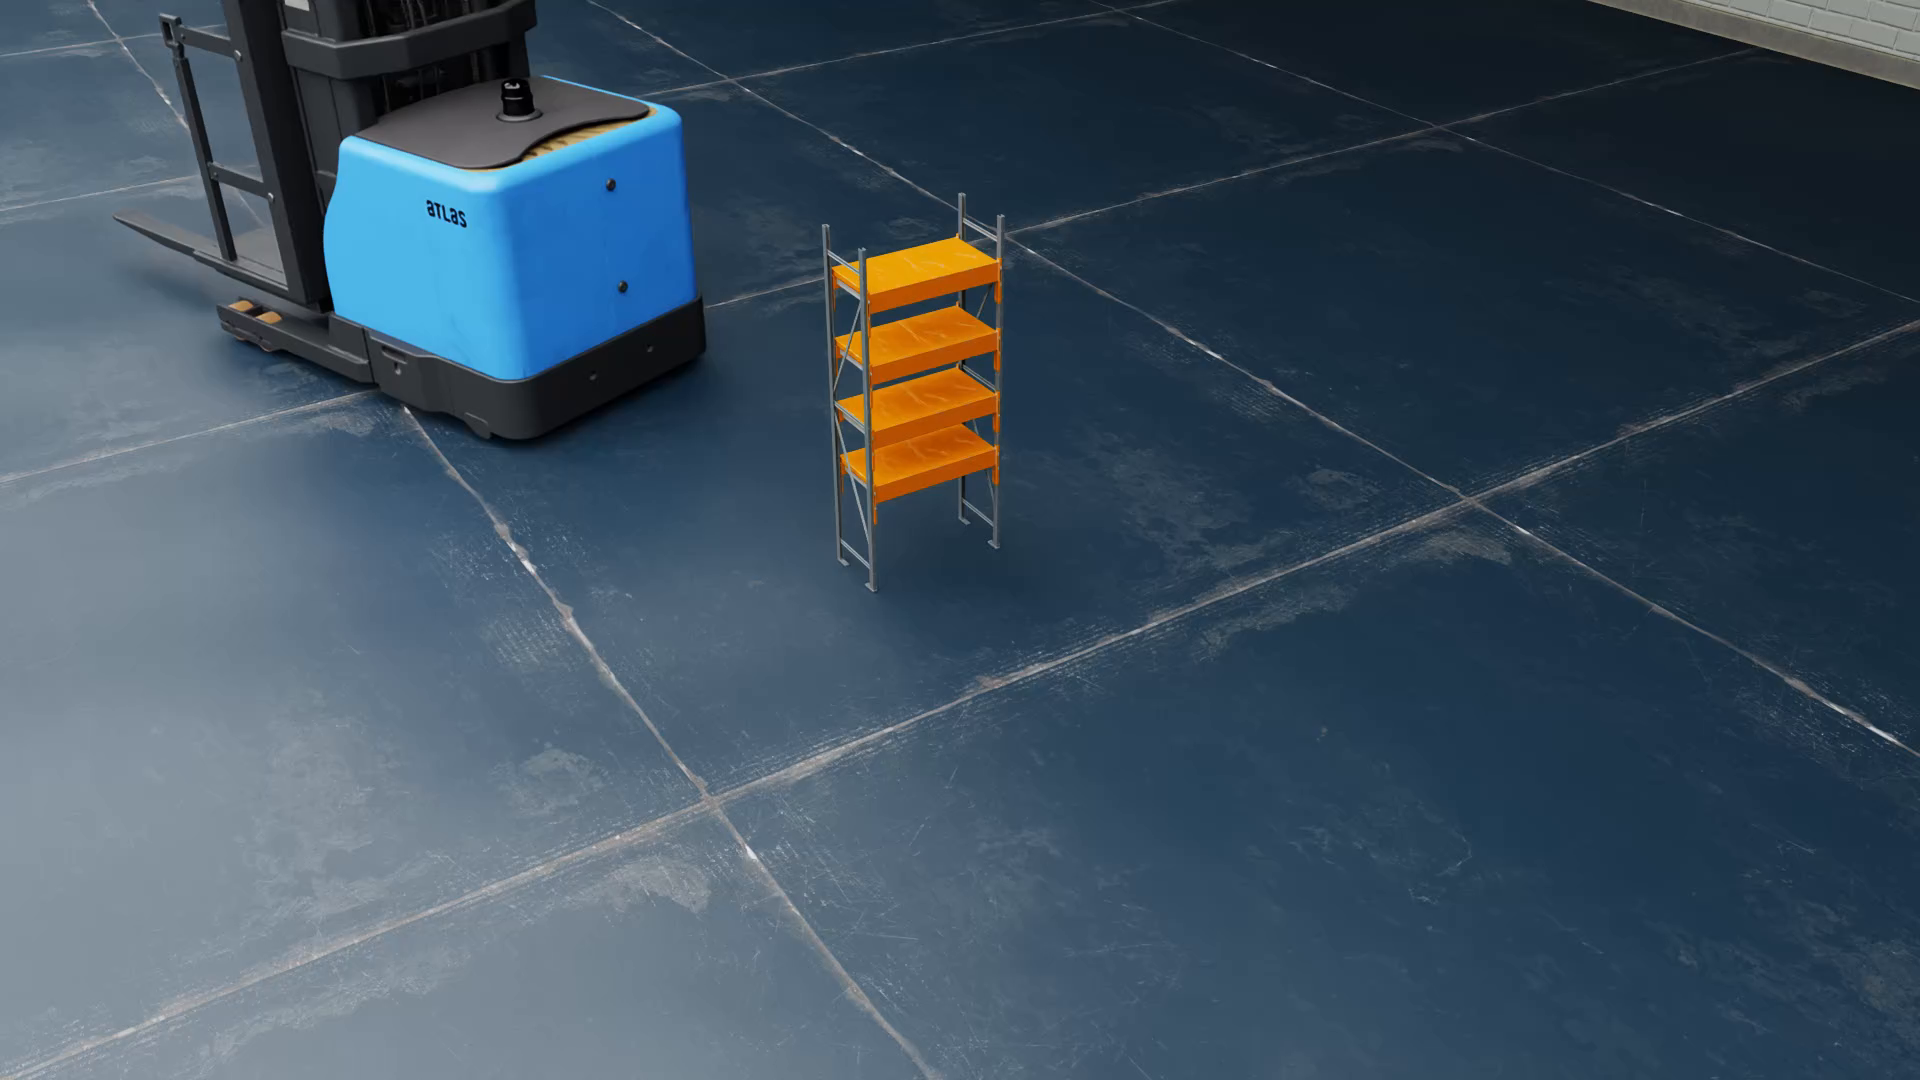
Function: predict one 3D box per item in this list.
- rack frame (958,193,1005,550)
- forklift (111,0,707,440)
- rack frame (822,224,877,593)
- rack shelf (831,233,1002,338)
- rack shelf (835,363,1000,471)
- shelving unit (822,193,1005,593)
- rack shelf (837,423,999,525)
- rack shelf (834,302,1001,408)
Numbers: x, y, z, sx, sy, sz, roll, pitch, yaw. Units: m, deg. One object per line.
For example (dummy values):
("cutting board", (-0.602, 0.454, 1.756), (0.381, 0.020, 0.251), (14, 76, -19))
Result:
("rack frame", (0.066, -0.530, 5.466), (0.015, 1.200, 0.240), (-19, 37, -27))
("forklift", (-2.535, -2.235, 6.545), (3.031, 2.935, 1.130), (21, 38, 30))
("rack frame", (-0.344, -0.389, 5.242), (0.015, 1.200, 0.240), (-19, 37, -27))
("rack shelf", (-0.139, -0.792, 5.144), (0.480, 0.148, 0.258), (-19, 37, -27))
("rack shelf", (-0.139, -0.403, 5.390), (0.480, 0.148, 0.258), (-19, 37, -27))
("shelving unit", (-0.139, -0.460, 5.354), (0.503, 1.200, 0.258), (-19, 37, -27))
("rack shelf", (-0.139, -0.235, 5.496), (0.480, 0.148, 0.258), (-19, 37, -27))
("rack shelf", (-0.139, -0.592, 5.271), (0.480, 0.148, 0.258), (-19, 37, -27))
